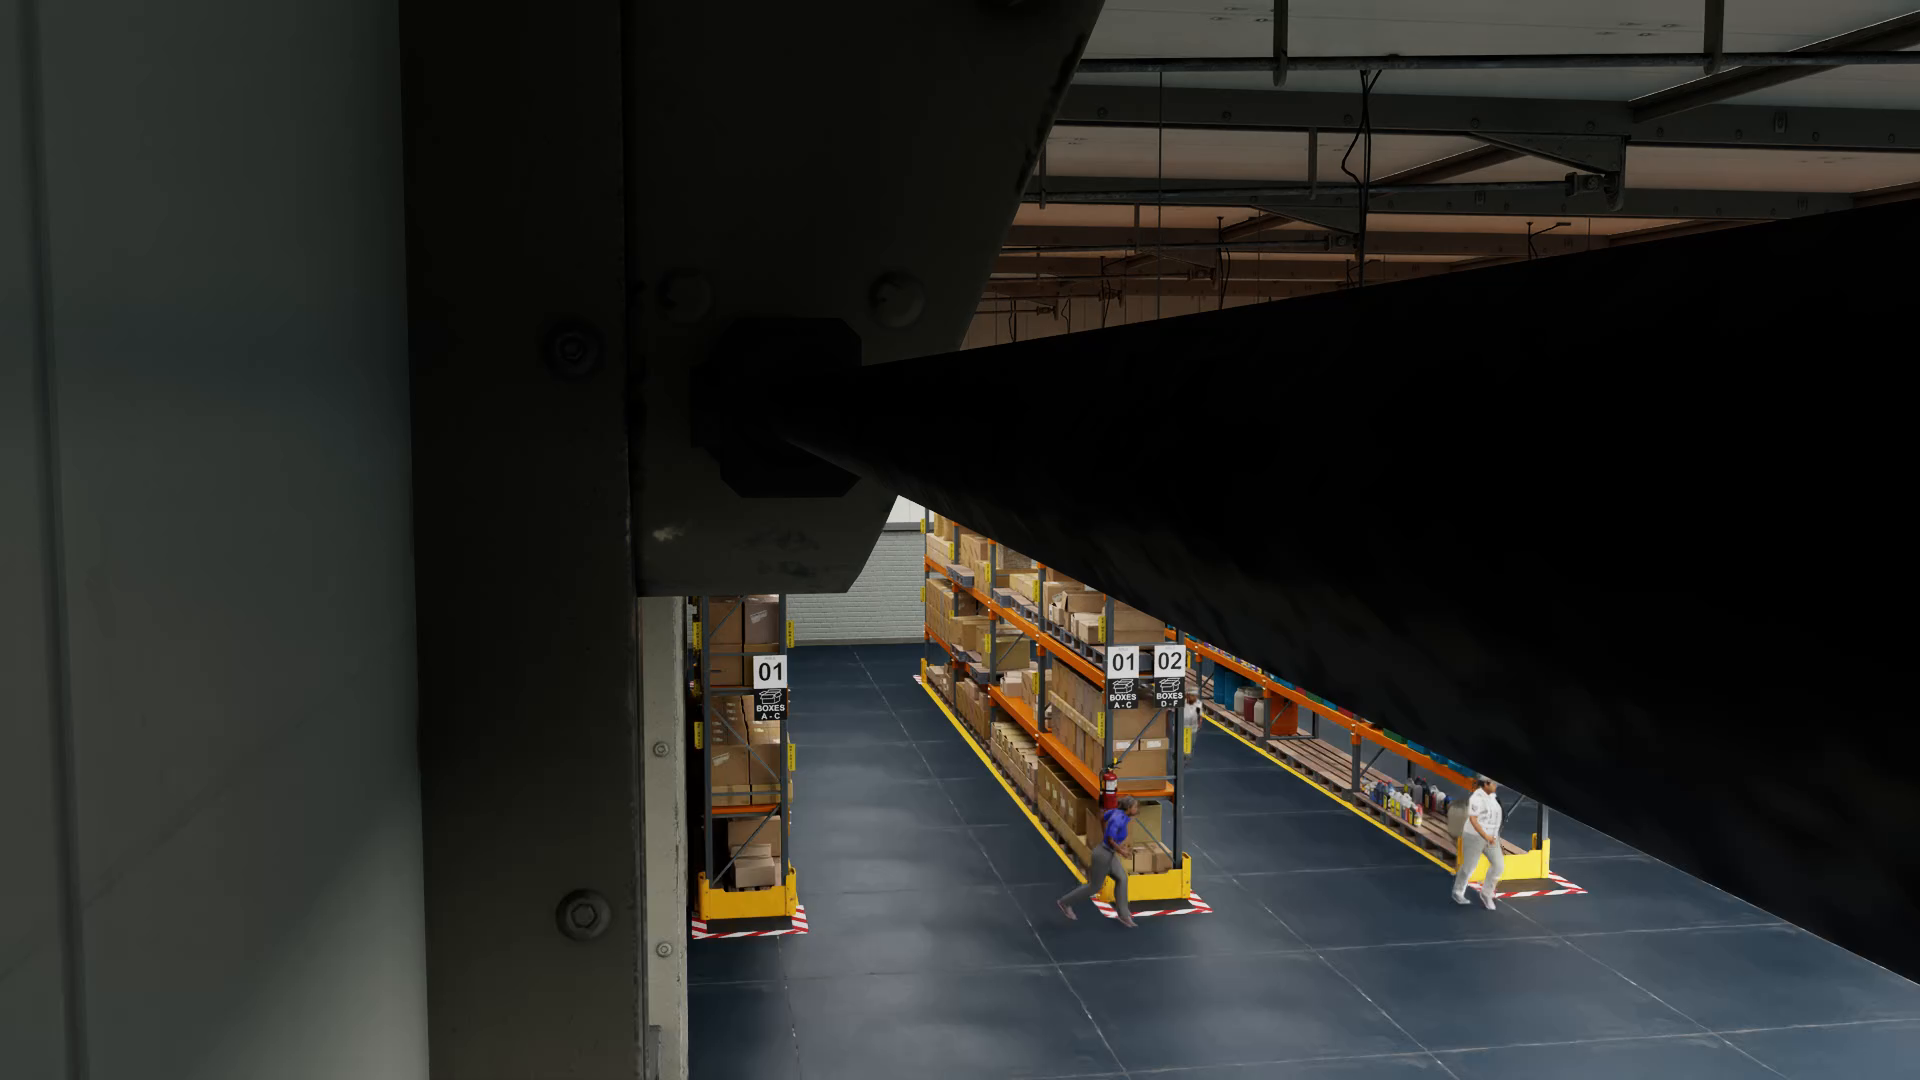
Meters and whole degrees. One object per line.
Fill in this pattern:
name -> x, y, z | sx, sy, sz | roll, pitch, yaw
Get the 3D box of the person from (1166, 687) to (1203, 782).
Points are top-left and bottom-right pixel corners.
person -> 3.697, 3.158, 27.080 | 0.561, 1.613, 0.670 | -2, 6, -25

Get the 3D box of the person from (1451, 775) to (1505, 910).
person -> 6.456, 3.711, 20.485 | 0.585, 1.743, 0.613 | -4, 6, -36

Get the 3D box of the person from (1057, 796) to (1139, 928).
person -> 1.644, 3.826, 19.788 | 0.977, 1.616, 0.611 | 0, 5, 1
